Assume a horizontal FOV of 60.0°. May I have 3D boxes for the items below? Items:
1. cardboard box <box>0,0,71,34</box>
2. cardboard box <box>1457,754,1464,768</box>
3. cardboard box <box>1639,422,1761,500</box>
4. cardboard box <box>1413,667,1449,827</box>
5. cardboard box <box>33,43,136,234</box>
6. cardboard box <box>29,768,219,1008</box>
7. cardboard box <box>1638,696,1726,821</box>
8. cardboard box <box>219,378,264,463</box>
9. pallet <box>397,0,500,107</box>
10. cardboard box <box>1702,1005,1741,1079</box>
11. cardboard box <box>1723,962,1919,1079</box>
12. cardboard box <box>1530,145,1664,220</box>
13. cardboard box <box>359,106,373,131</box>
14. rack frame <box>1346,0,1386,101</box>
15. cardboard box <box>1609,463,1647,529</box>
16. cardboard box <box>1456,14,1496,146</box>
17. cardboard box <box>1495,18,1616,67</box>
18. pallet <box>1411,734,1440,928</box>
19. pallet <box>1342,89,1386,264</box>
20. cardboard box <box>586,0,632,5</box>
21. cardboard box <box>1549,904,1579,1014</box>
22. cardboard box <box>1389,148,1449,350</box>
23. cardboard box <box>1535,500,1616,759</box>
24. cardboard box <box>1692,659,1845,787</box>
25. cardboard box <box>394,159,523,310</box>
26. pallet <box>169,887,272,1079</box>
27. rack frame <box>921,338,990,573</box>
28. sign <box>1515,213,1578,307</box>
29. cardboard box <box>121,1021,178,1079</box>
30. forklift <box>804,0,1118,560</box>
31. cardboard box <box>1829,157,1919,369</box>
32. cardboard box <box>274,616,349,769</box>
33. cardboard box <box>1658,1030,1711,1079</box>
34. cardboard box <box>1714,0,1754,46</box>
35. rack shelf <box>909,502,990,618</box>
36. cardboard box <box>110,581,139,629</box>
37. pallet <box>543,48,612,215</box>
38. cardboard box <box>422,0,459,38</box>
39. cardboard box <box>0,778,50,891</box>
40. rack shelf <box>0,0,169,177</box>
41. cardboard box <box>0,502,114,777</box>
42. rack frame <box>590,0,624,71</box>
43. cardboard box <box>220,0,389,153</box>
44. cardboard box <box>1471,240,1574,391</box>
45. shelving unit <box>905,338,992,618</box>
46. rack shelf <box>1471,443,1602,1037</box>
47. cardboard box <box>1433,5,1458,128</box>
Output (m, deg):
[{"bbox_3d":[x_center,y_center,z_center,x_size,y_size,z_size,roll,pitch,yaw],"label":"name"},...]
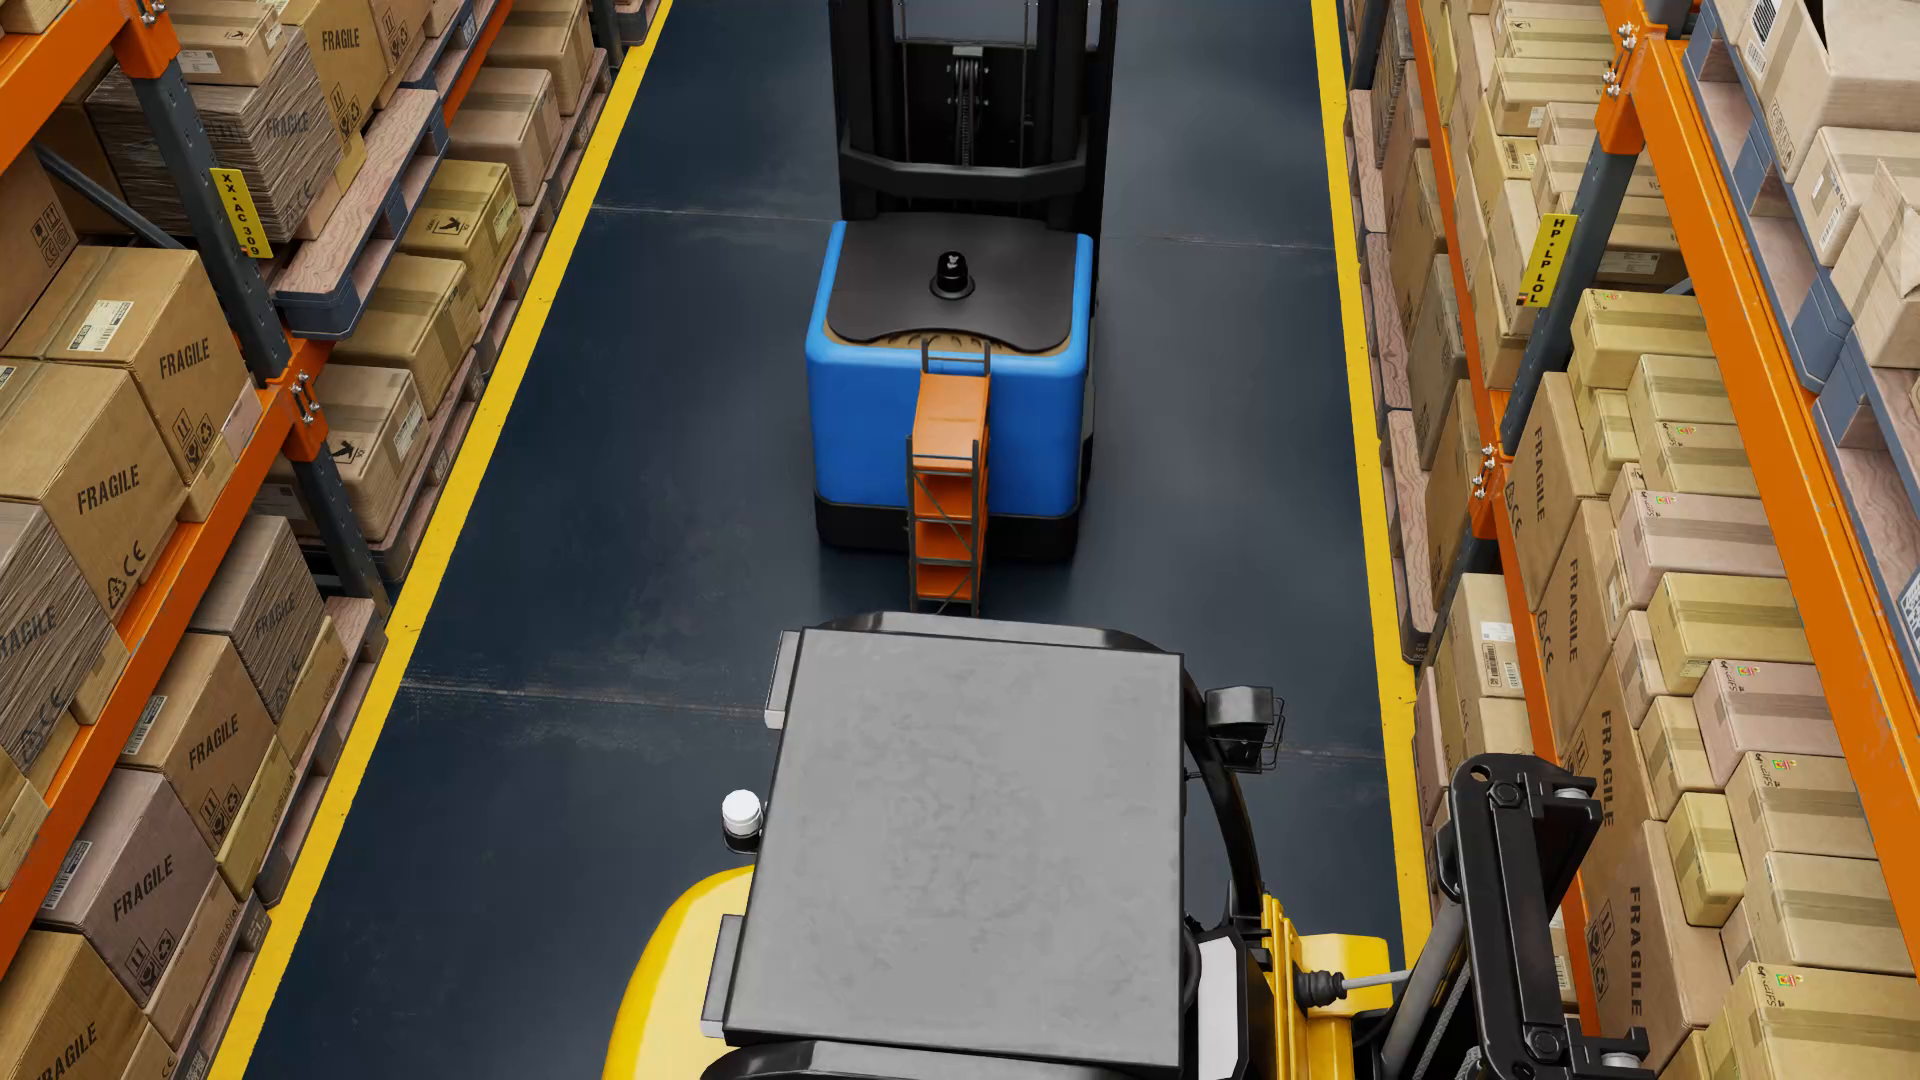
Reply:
[{"bbox_3d":[-2.454,-1.406,4.166,0.380,0.149,0.250,4,48,4],"label":"cardboard box"},{"bbox_3d":[1.818,0.923,5.139,0.500,0.250,0.500,4,48,3],"label":"cardboard box"},{"bbox_3d":[1.941,-0.152,4.174,0.380,0.149,0.250,3,48,3],"label":"cardboard box"},{"bbox_3d":[1.840,0.720,5.664,0.500,0.250,0.500,4,48,4],"label":"cardboard box"},{"bbox_3d":[-2.916,-1.362,5.435,0.500,0.500,0.500,3,48,3],"label":"cardboard box"},{"bbox_3d":[-2.606,1.004,4.895,0.500,0.500,0.500,6,48,6],"label":"cardboard box"},{"bbox_3d":[1.777,0.503,3.776,0.380,0.149,0.250,2,48,2],"label":"cardboard box"},{"bbox_3d":[-2.456,-0.389,5.270,0.380,0.149,0.250,3,48,3],"label":"cardboard box"},{"bbox_3d":[-2.505,-2.148,6.838,1.003,0.211,1.213,4,48,4],"label":"pallet"},{"bbox_3d":[1.694,1.069,3.258,0.380,0.149,0.250,4,48,4],"label":"cardboard box"},{"bbox_3d":[1.688,0.964,3.152,0.380,0.149,0.250,5,48,4],"label":"cardboard box"},{"bbox_3d":[2.029,-1.109,5.250,0.380,0.149,0.250,3,48,3],"label":"cardboard box"},{"bbox_3d":[-2.384,-1.569,6.064,0.380,0.149,0.250,7,48,6],"label":"cardboard box"},{"bbox_3d":[2.578,-3.339,7.797,1.000,3.000,0.127,4,48,4],"label":"rack frame"},{"bbox_3d":[1.905,-0.052,4.284,0.380,0.149,0.250,4,48,3],"label":"cardboard box"},{"bbox_3d":[2.096,-1.650,6.015,0.500,0.250,0.500,5,48,4],"label":"cardboard box"},{"bbox_3d":[2.082,-1.676,5.769,0.380,0.149,0.250,3,48,3],"label":"cardboard box"},{"bbox_3d":[2.099,1.123,5.606,1.003,0.211,1.213,4,48,4],"label":"pallet"},{"bbox_3d":[2.464,-1.796,8.275,1.003,0.211,1.213,4,48,4],"label":"pallet"},{"bbox_3d":[-2.220,-3.597,9.188,0.875,0.875,0.875,3,48,3],"label":"cardboard box"},{"bbox_3d":[1.766,1.125,4.616,0.500,0.250,0.500,5,48,5],"label":"cardboard box"},{"bbox_3d":[2.395,-1.247,7.208,0.875,0.625,0.625,2,48,2],"label":"cardboard box"},{"bbox_3d":[1.882,0.259,4.439,0.500,0.500,0.500,5,48,4],"label":"cardboard box"},{"bbox_3d":[1.851,0.413,3.656,0.380,0.149,0.250,4,48,3],"label":"cardboard box"},{"bbox_3d":[-2.561,-1.411,7.530,0.950,0.372,0.625,5,48,5],"label":"cardboard box"},{"bbox_3d":[-2.864,1.605,5.165,1.003,0.211,1.213,4,48,4],"label":"pallet"},{"bbox_3d":[-0.014,-0.285,6.223,0.240,1.200,0.015,4,48,3],"label":"rack frame"},{"bbox_3d":[1.672,-0.793,4.738,0.100,0.325,0.005,4,48,4],"label":"sign"},{"bbox_3d":[-2.654,1.644,4.818,0.500,0.250,0.500,7,48,6],"label":"cardboard box"},{"bbox_3d":[0.071,-2.001,6.620,1.130,2.935,3.031,4,48,3],"label":"forklift"},{"bbox_3d":[1.776,-0.472,2.881,0.396,0.266,0.258,3,48,3],"label":"cardboard box"},{"bbox_3d":[-2.516,0.508,5.857,0.500,0.250,0.500,6,48,5],"label":"cardboard box"},{"bbox_3d":[1.735,1.369,3.423,0.500,0.500,0.500,3,48,3],"label":"cardboard box"},{"bbox_3d":[1.870,-1.194,3.620,0.380,0.149,0.250,5,48,4],"label":"cardboard box"},{"bbox_3d":[-0.036,0.074,6.255,0.258,0.148,0.480,4,48,3],"label":"rack shelf"},{"bbox_3d":[-2.609,0.163,4.765,0.380,0.149,0.250,3,48,3],"label":"cardboard box"},{"bbox_3d":[-2.438,-2.155,8.604,1.003,0.211,1.213,4,48,4],"label":"pallet"},{"bbox_3d":[-2.218,-2.129,6.576,0.380,0.149,0.250,6,48,5],"label":"cardboard box"},{"bbox_3d":[-2.585,0.735,4.241,0.380,0.149,0.250,4,48,4],"label":"cardboard box"},{"bbox_3d":[-2.912,-0.031,3.226,1.077,0.370,4.000,4,48,4],"label":"rack shelf"},{"bbox_3d":[-2.605,0.239,4.256,0.500,0.500,0.500,5,48,5],"label":"cardboard box"},{"bbox_3d":[-2.365,-3.670,8.100,1.000,3.000,0.127,4,48,4],"label":"rack frame"},{"bbox_3d":[-2.356,-1.700,5.744,0.500,0.500,0.500,4,48,4],"label":"cardboard box"},{"bbox_3d":[1.999,-0.737,5.519,0.500,0.250,0.500,5,48,4],"label":"cardboard box"},{"bbox_3d":[-0.036,-0.105,6.059,0.258,1.200,0.503,4,48,3],"label":"shelving unit"},{"bbox_3d":[2.031,1.313,4.030,1.077,0.370,4.000,4,48,4],"label":"rack shelf"},{"bbox_3d":[2.155,-1.850,6.537,0.500,0.250,0.500,5,48,5],"label":"cardboard box"}]
